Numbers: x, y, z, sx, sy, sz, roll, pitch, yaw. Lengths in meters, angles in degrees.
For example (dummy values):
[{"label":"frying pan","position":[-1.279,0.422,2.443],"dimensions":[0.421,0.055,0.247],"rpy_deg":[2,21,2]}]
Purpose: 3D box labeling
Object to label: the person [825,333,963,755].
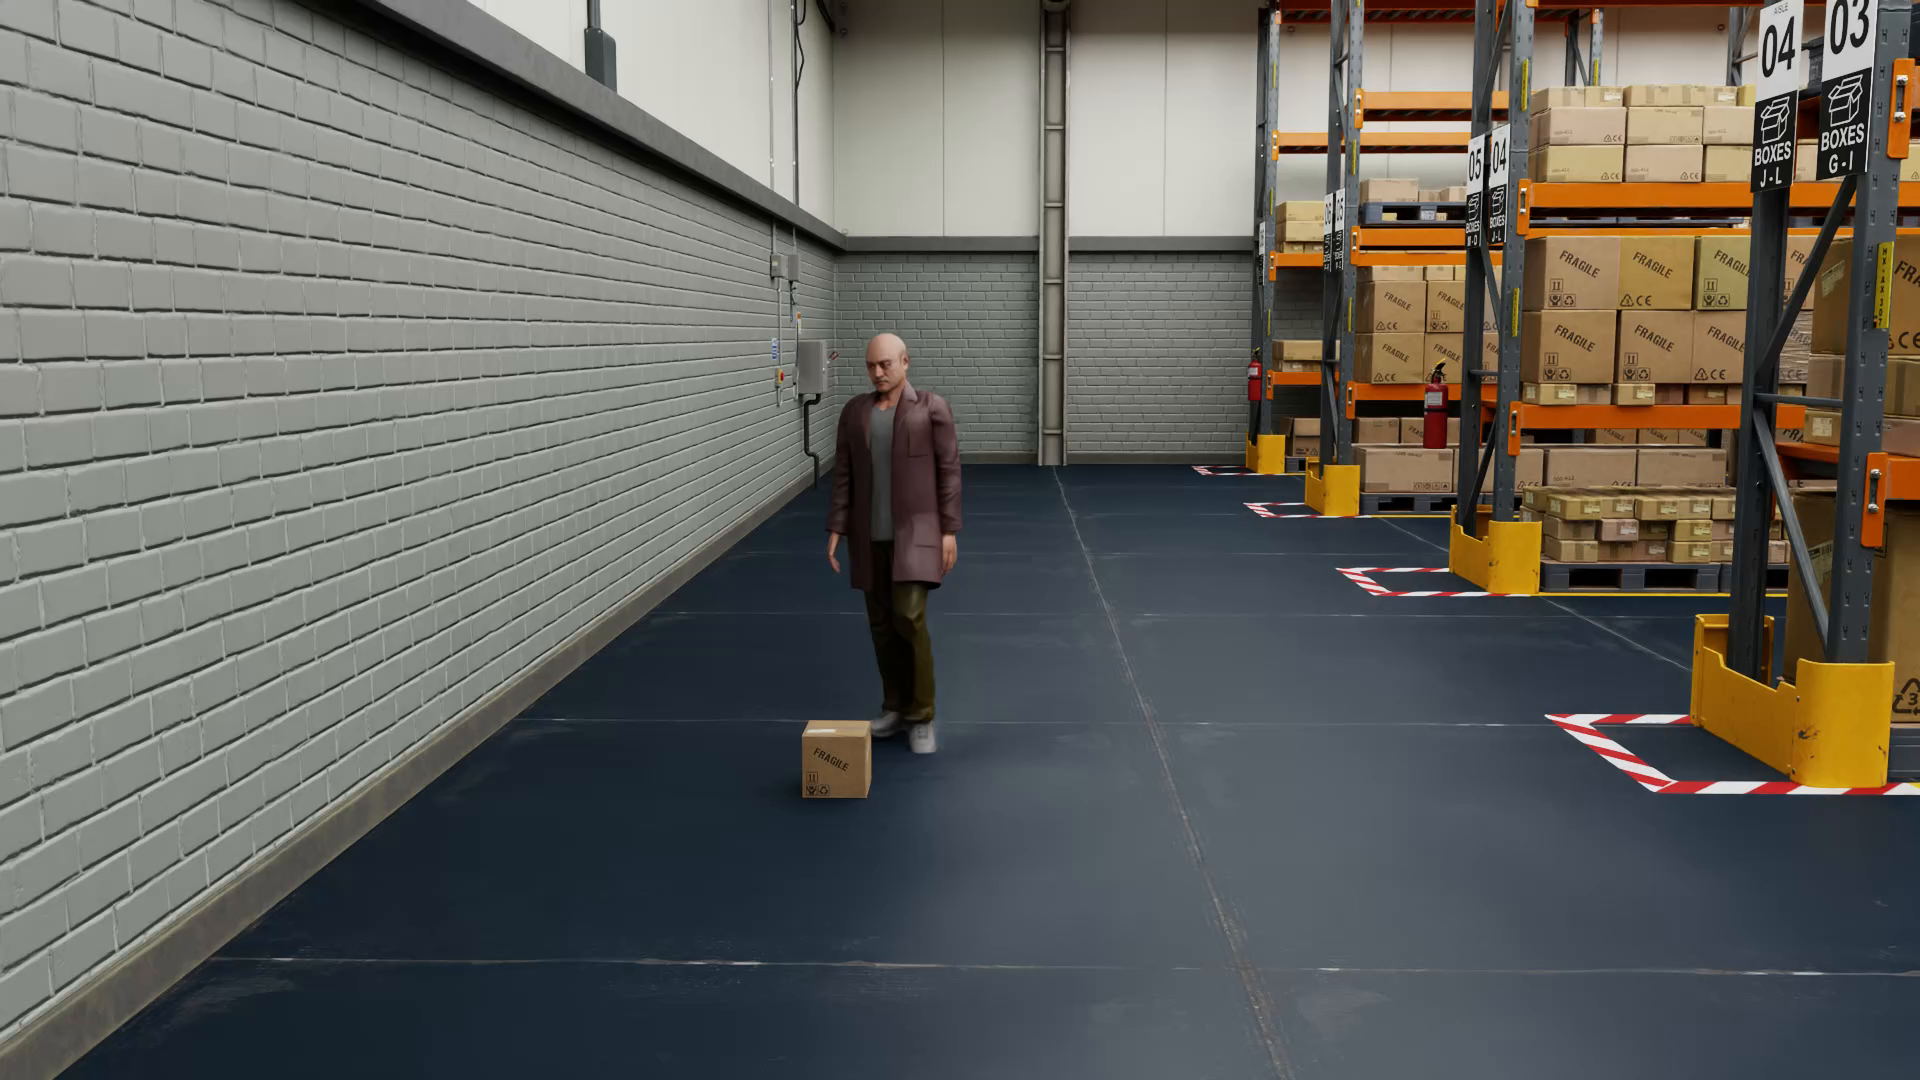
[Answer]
[{"label":"person","position":[-0.304,0.016,7.298],"dimensions":[0.603,1.839,0.437],"rpy_deg":[3,8,24]}]
